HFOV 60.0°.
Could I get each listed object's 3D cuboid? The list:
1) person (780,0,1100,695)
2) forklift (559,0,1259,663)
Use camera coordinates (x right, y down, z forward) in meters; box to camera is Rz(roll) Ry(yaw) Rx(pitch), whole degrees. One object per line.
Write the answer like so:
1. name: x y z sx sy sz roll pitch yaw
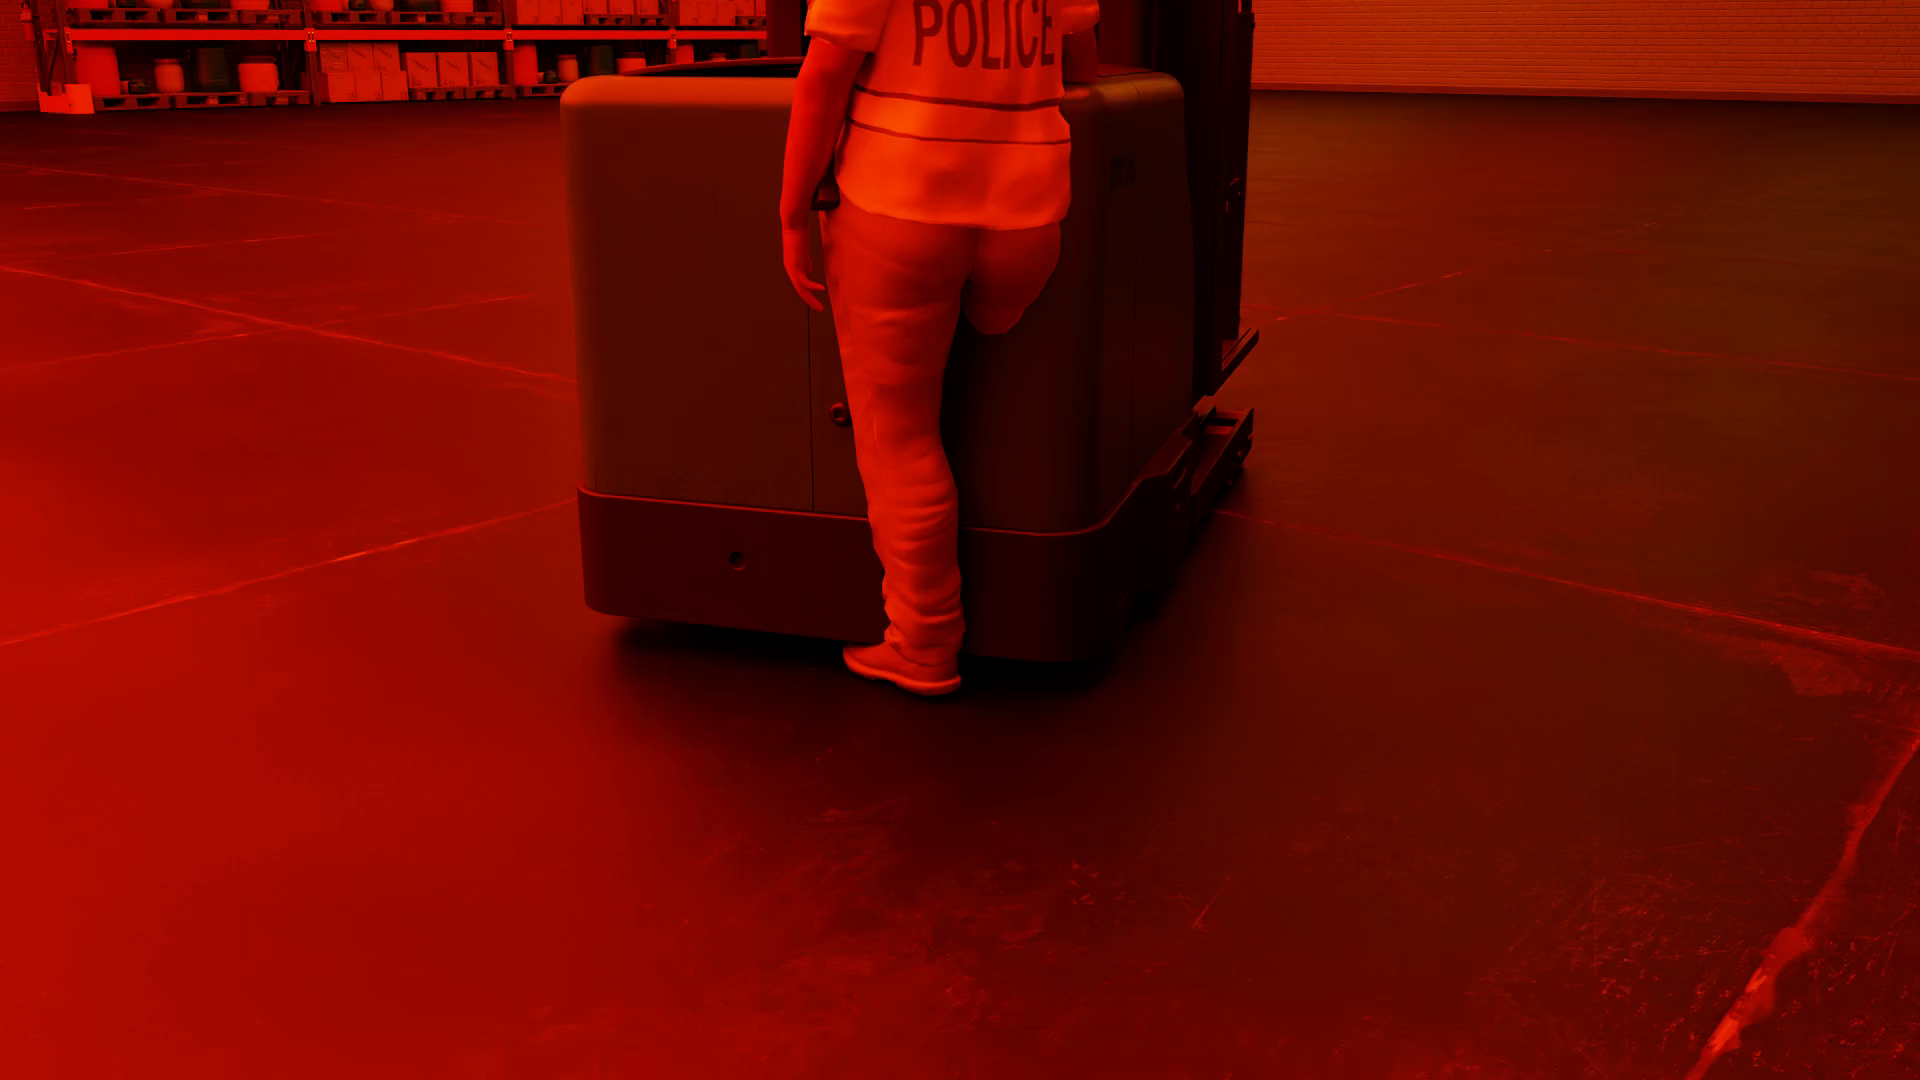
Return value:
1. person: -0.055 -0.555 2.873 0.599 1.671 0.529 -9 19 -29
2. forklift: 0.182 -1.571 4.072 1.130 2.935 3.031 5 18 17
